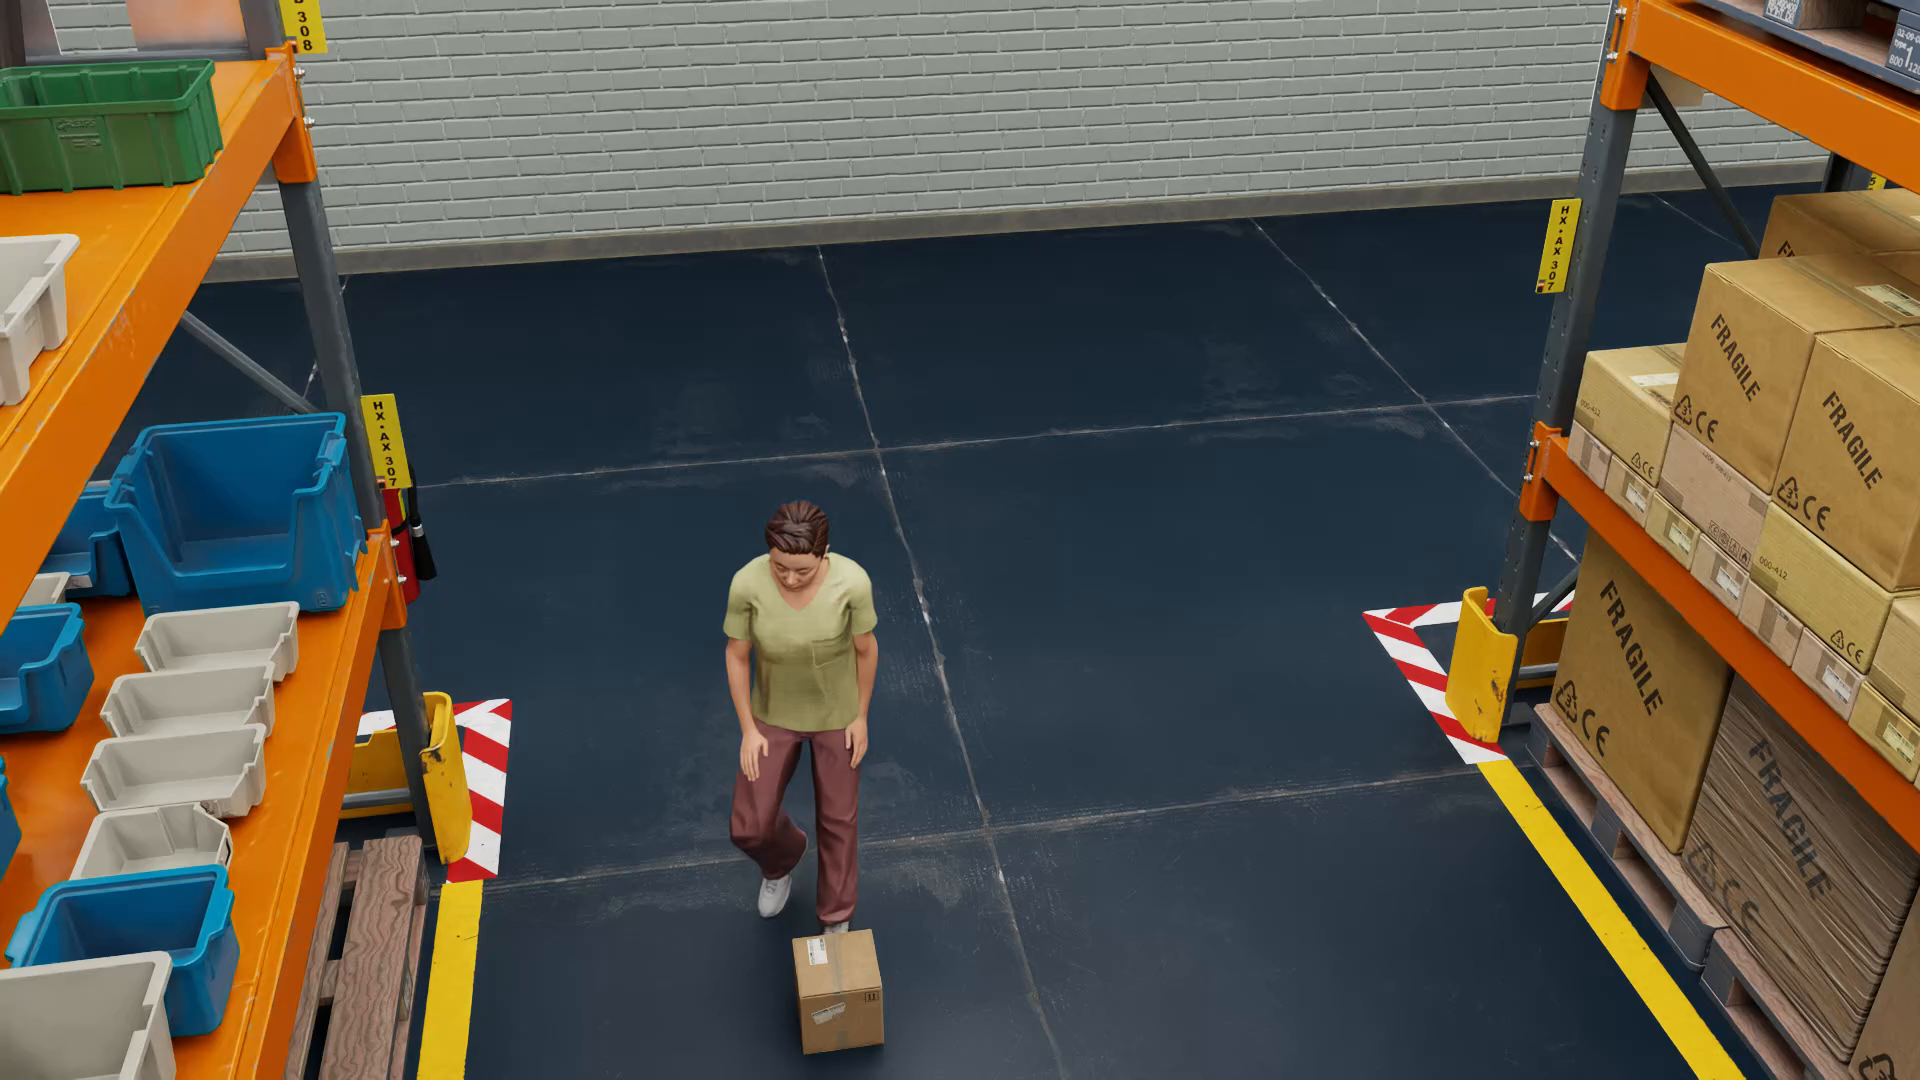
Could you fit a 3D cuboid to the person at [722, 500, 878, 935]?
[{"bbox_3d":[-0.486,0.579,5.136,0.478,1.667,0.510,-1,31,-1],"label":"person"}]
